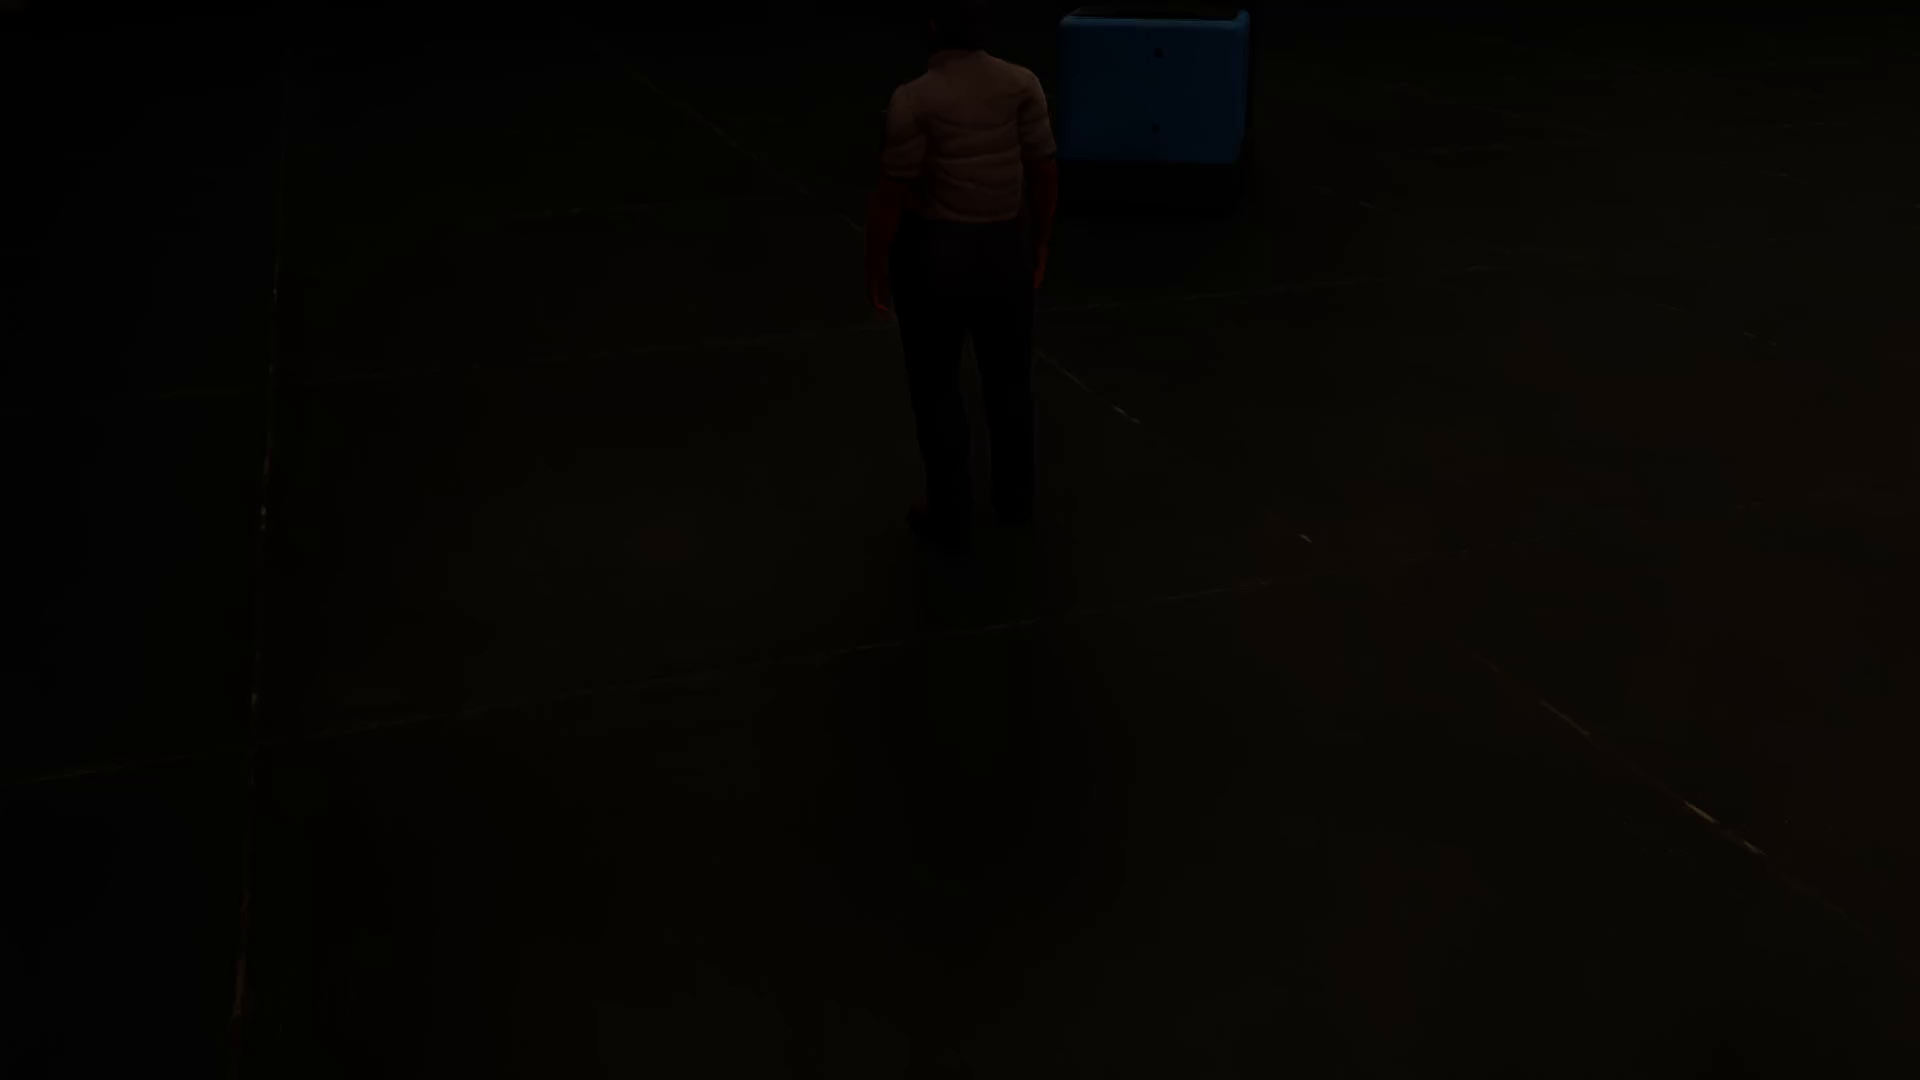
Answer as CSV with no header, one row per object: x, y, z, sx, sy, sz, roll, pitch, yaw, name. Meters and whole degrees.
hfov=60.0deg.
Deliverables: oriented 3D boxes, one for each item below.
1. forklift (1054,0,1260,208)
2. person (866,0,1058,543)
1.335,-3.761,10.241,1.130,2.935,3.031,5,23,11,forklift
-0.010,-0.802,4.842,0.599,1.650,0.502,-8,24,-18,person
